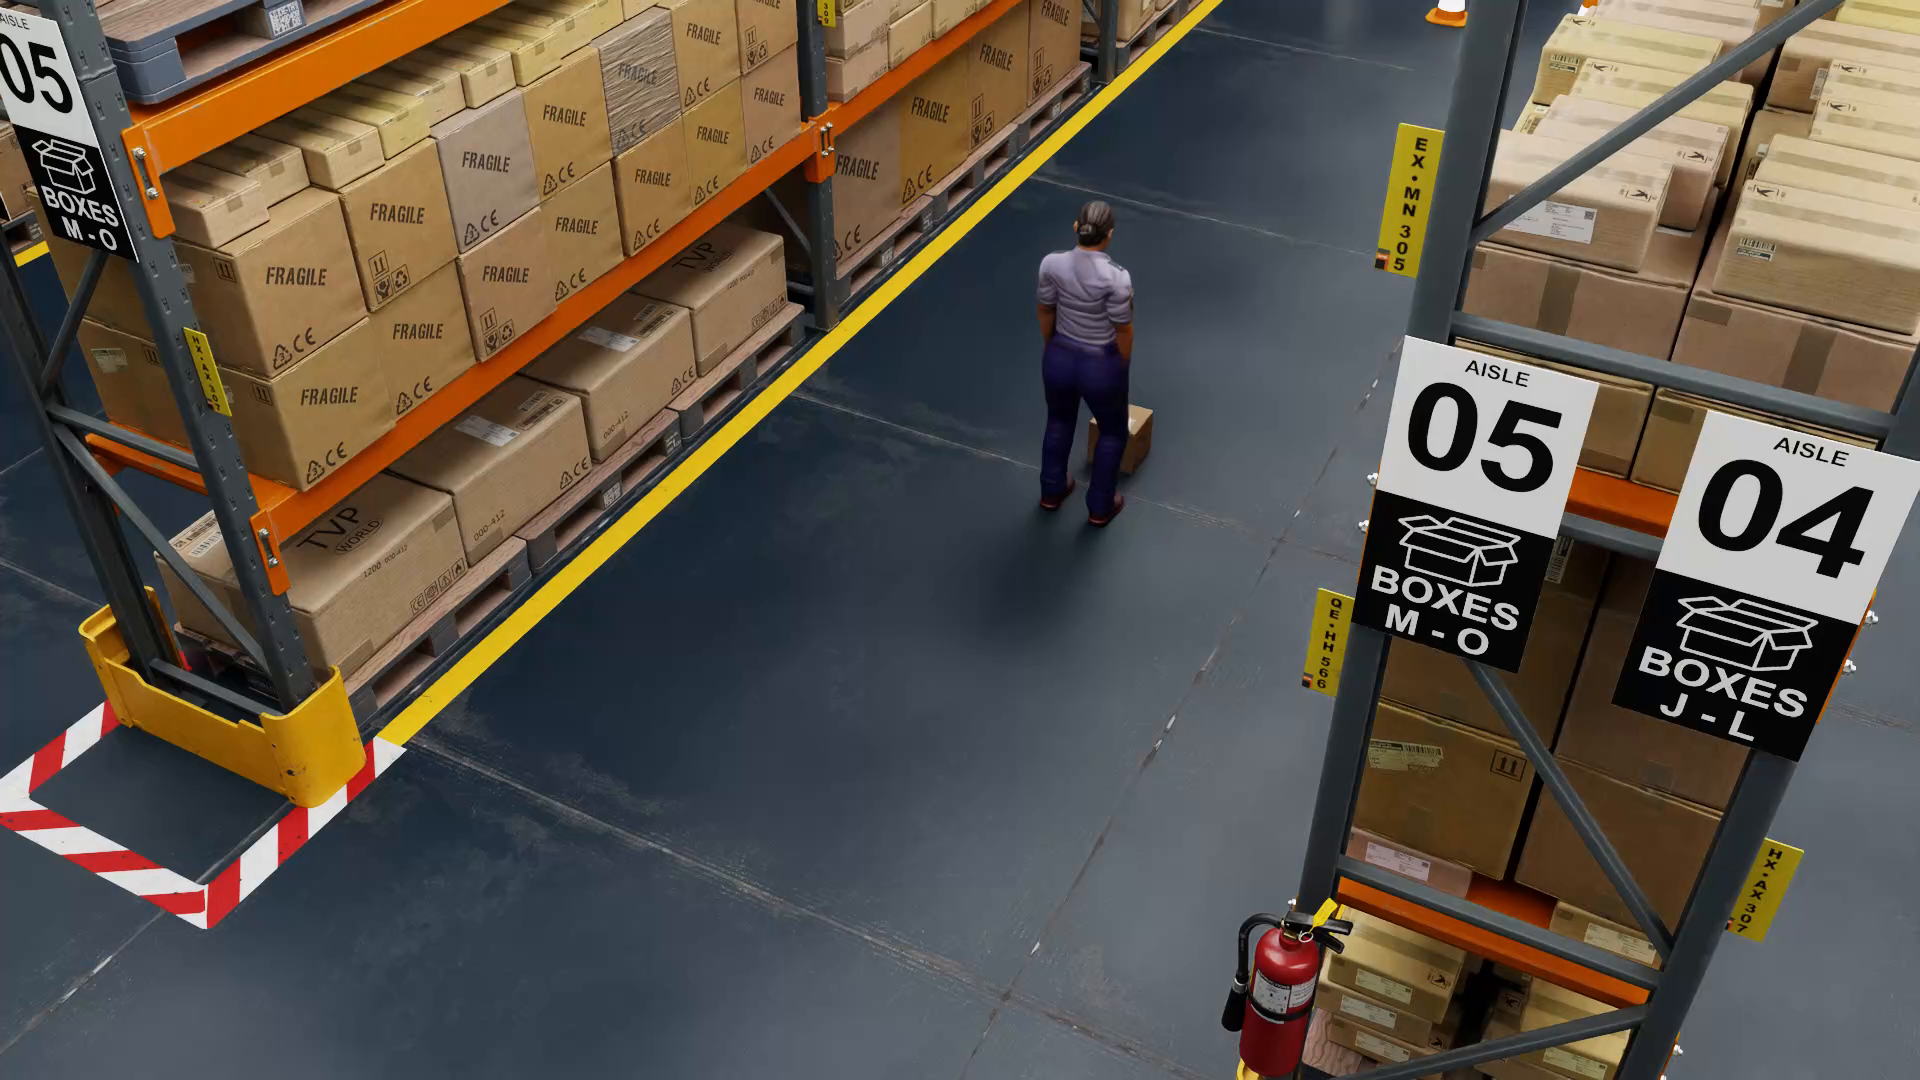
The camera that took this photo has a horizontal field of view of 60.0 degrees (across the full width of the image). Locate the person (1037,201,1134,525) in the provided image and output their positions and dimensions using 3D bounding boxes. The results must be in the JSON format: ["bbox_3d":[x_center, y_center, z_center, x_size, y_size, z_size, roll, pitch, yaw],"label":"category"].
[{"bbox_3d":[0.575,-0.817,7.822,0.483,1.631,0.349,19,42,22],"label":"person"}]
